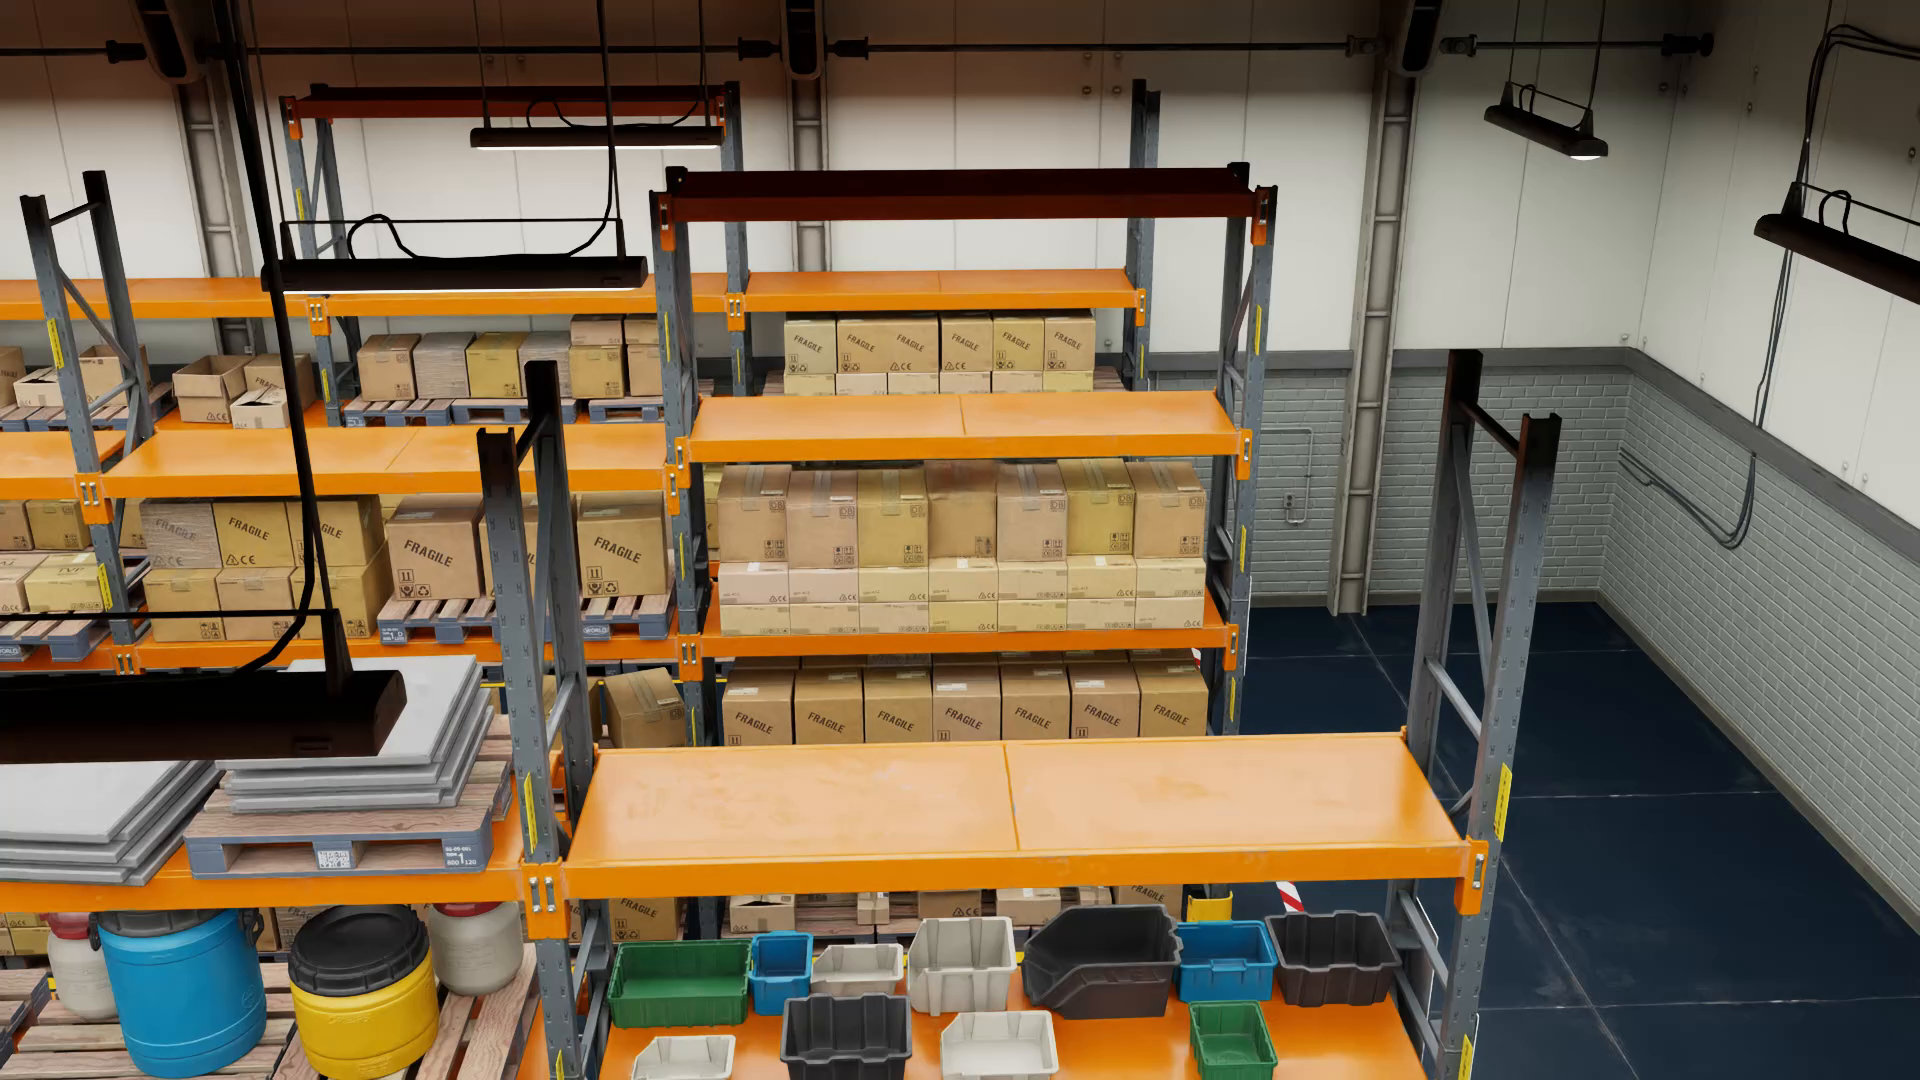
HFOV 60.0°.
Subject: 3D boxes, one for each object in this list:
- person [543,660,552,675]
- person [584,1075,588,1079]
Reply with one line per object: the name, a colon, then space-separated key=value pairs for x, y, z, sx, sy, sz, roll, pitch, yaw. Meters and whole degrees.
person: x=-4.211 y=1.179 z=16.066 sx=0.655 sy=1.693 sz=0.505 roll=-10 pitch=24 yaw=-22
person: x=-2.337 y=3.664 z=9.991 sx=0.664 sy=1.634 sz=0.537 roll=5 pitch=23 yaw=11
